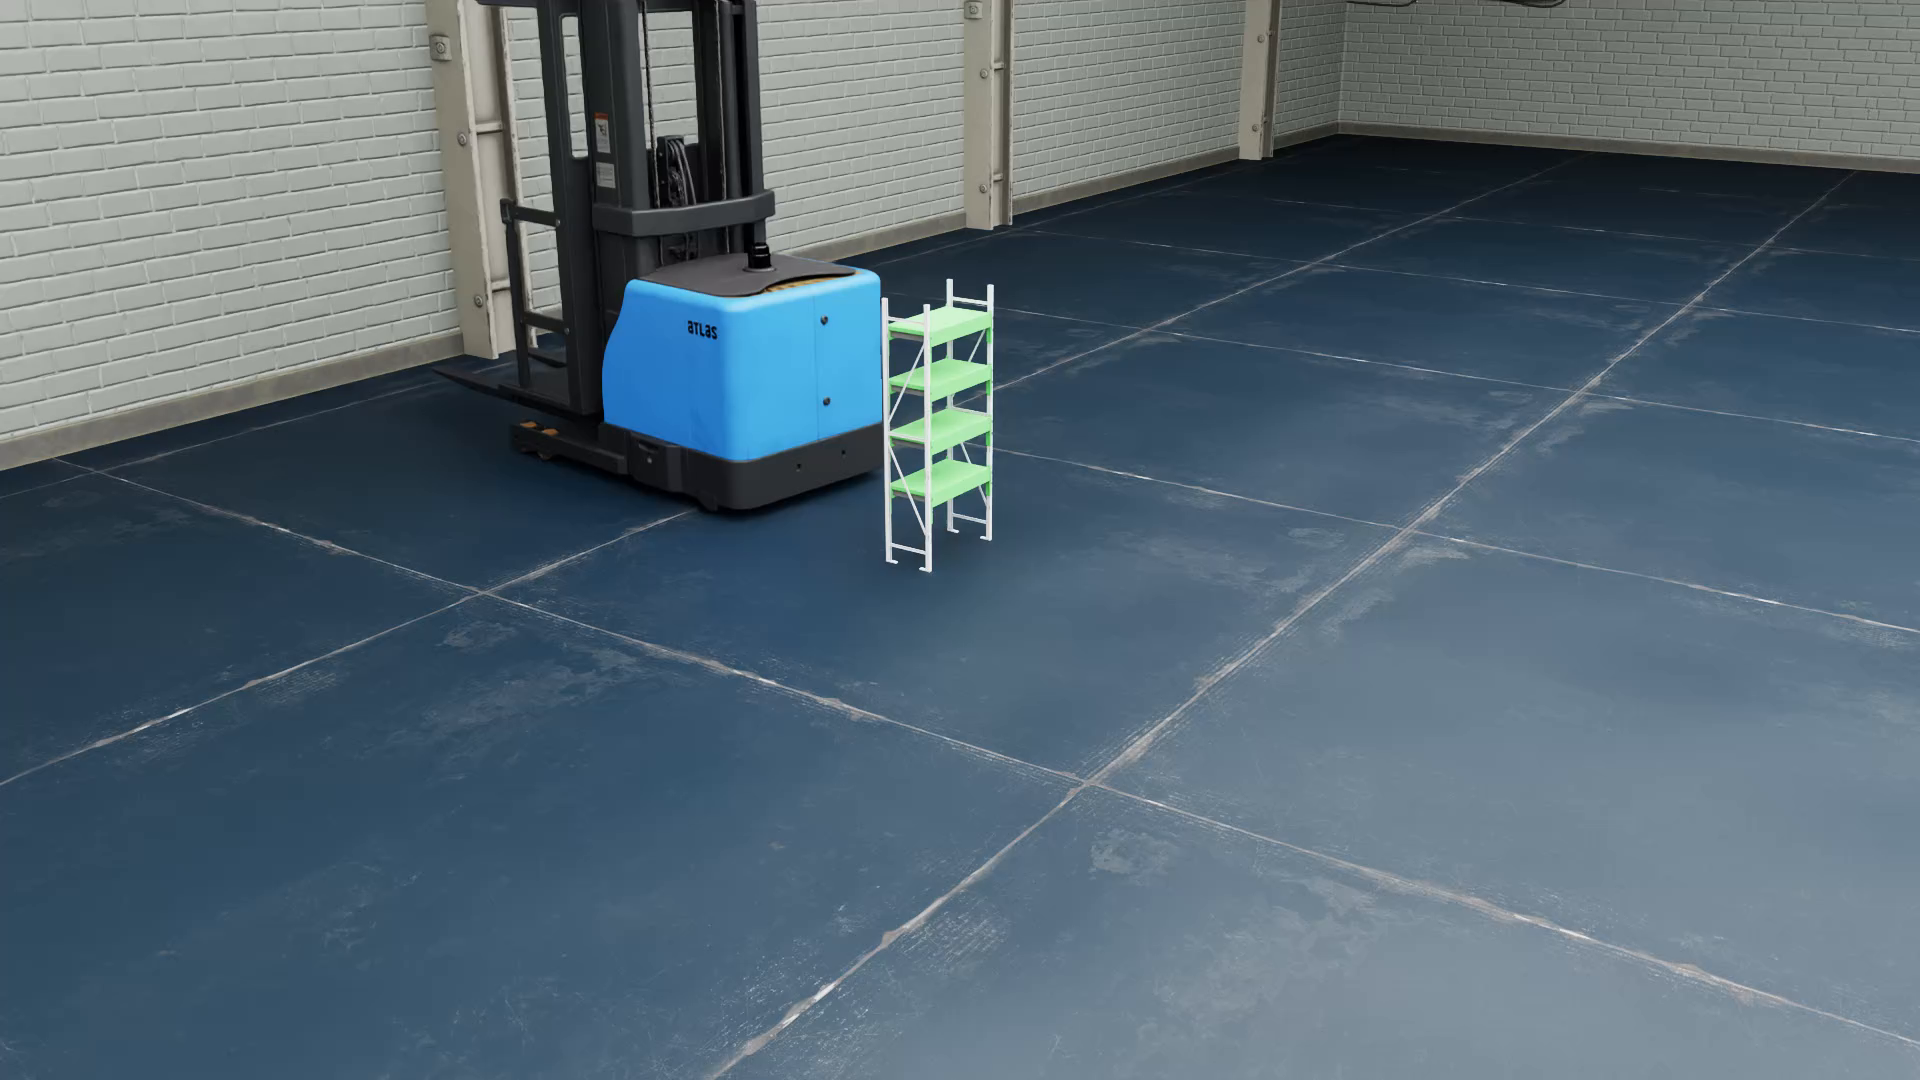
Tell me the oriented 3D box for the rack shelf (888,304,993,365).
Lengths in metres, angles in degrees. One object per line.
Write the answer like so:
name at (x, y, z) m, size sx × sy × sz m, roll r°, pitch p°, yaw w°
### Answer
rack shelf at (-0.093, -0.905, 7.284) m, size 0.258 × 0.148 × 0.480 m, roll 13°, pitch 24°, yaw 32°

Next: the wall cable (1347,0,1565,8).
wall cable at (6.390, -8.075, 21.099) m, size 3.097 × 2.526 × 0.112 m, roll 13°, pitch 24°, yaw 32°

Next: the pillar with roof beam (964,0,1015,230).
pillar with roof beam at (3.827, -6.383, 12.049) m, size 9.100 × 9.000 × 0.400 m, roll 13°, pitch 24°, yaw 32°

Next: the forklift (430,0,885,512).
forklift at (-1.810, -1.924, 8.742) m, size 3.031 × 2.935 × 1.130 m, roll 17°, pitch 27°, yaw 39°

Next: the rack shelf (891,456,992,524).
rack shelf at (-0.093, -0.230, 7.534) m, size 0.258 × 0.148 × 0.480 m, roll 13°, pitch 24°, yaw 32°

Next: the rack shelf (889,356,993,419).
rack shelf at (-0.093, -0.680, 7.367) m, size 0.258 × 0.148 × 0.480 m, roll 13°, pitch 24°, yaw 32°

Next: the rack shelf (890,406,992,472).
rack shelf at (-0.093, -0.455, 7.451) m, size 0.258 × 0.148 × 0.480 m, roll 13°, pitch 24°, yaw 32°

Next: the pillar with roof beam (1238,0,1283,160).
pillar with roof beam at (7.200, -8.104, 16.703) m, size 9.100 × 9.000 × 0.400 m, roll 13°, pitch 24°, yaw 32°

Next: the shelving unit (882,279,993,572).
shelving unit at (-0.093, -0.515, 7.428) m, size 0.258 × 1.200 × 0.503 m, roll 13°, pitch 24°, yaw 32°

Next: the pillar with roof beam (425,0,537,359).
pillar with roof beam at (0.455, -4.661, 7.395) m, size 9.100 × 9.000 × 0.400 m, roll 13°, pitch 24°, yaw 32°

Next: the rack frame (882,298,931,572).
rack frame at (-0.230, -0.445, 7.239) m, size 0.240 × 1.200 × 0.015 m, roll 13°, pitch 24°, yaw 32°

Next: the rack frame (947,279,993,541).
rack frame at (0.044, -0.585, 7.618) m, size 0.240 × 1.200 × 0.015 m, roll 13°, pitch 24°, yaw 32°
